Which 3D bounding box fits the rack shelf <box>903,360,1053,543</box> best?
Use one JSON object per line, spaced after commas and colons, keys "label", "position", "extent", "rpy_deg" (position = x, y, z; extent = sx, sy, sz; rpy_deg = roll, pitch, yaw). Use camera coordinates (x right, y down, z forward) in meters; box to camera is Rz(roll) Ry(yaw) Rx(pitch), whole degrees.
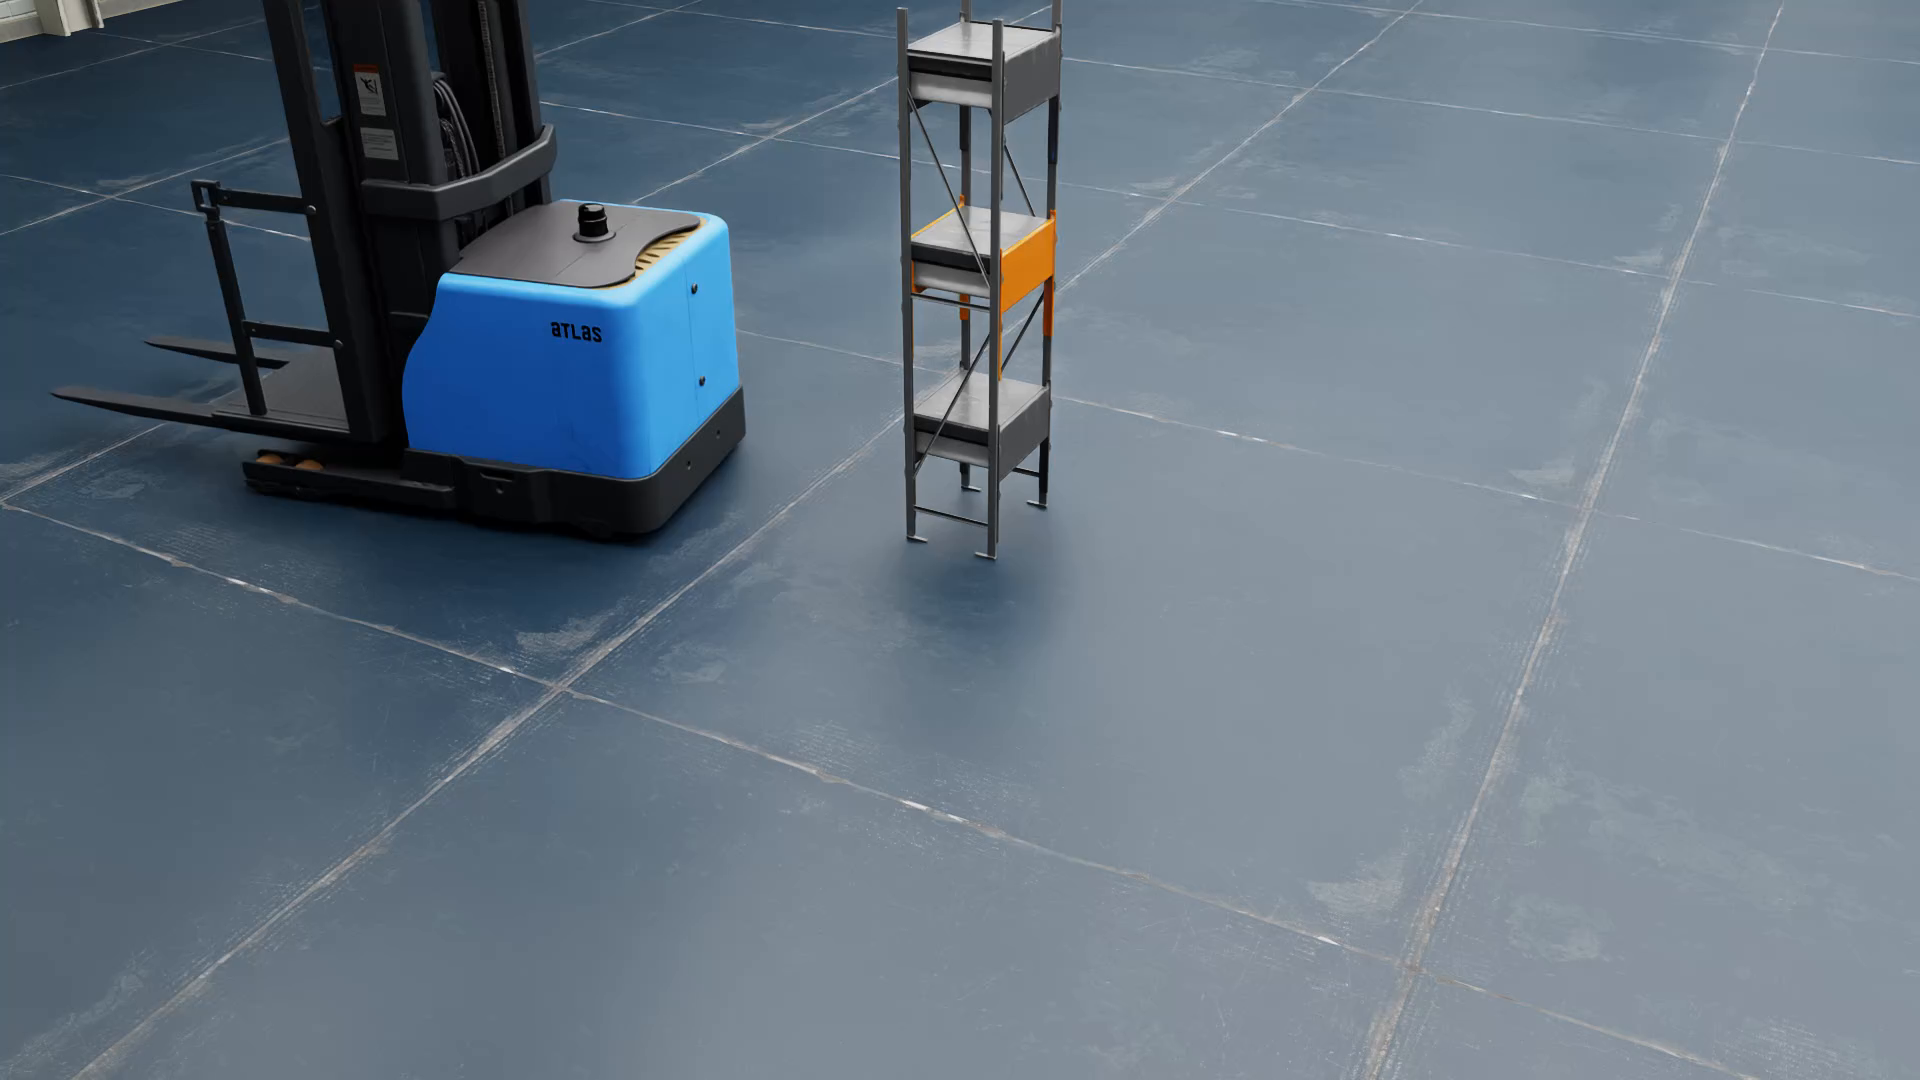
{"label": "rack shelf", "position": [0.075, -0.365, 6.710], "extent": [0.431, 0.518, 0.480], "rpy_deg": [14, 33, 23]}

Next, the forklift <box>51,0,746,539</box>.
{"label": "forklift", "position": [-2.532, -1.683, 6.738], "extent": [3.031, 2.935, 1.130], "rpy_deg": [8, 31, 14]}

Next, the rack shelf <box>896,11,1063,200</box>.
{"label": "rack shelf", "position": [0.075, -1.579, 6.013], "extent": [0.431, 0.518, 0.480], "rpy_deg": [14, 33, 23]}

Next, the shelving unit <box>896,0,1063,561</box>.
{"label": "shelving unit", "position": [0.075, -0.984, 6.355], "extent": [0.431, 2.100, 0.503], "rpy_deg": [14, 33, 23]}

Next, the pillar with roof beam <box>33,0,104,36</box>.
{"label": "pillar with roof beam", "position": [-3.898, -7.375, 10.556], "extent": [9.100, 9.000, 0.400], "rpy_deg": [14, 33, 23]}

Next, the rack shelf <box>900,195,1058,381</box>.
{"label": "rack shelf", "position": [0.075, -0.972, 6.362], "extent": [0.431, 0.518, 0.480], "rpy_deg": [14, 33, 23]}

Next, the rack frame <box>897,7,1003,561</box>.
{"label": "rack frame", "position": [-0.036, -0.876, 6.167], "extent": [0.400, 2.100, 0.015], "rpy_deg": [14, 33, 23]}

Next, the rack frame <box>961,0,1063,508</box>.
{"label": "rack frame", "position": [0.187, -1.092, 6.543], "extent": [0.400, 2.100, 0.015], "rpy_deg": [14, 33, 23]}
